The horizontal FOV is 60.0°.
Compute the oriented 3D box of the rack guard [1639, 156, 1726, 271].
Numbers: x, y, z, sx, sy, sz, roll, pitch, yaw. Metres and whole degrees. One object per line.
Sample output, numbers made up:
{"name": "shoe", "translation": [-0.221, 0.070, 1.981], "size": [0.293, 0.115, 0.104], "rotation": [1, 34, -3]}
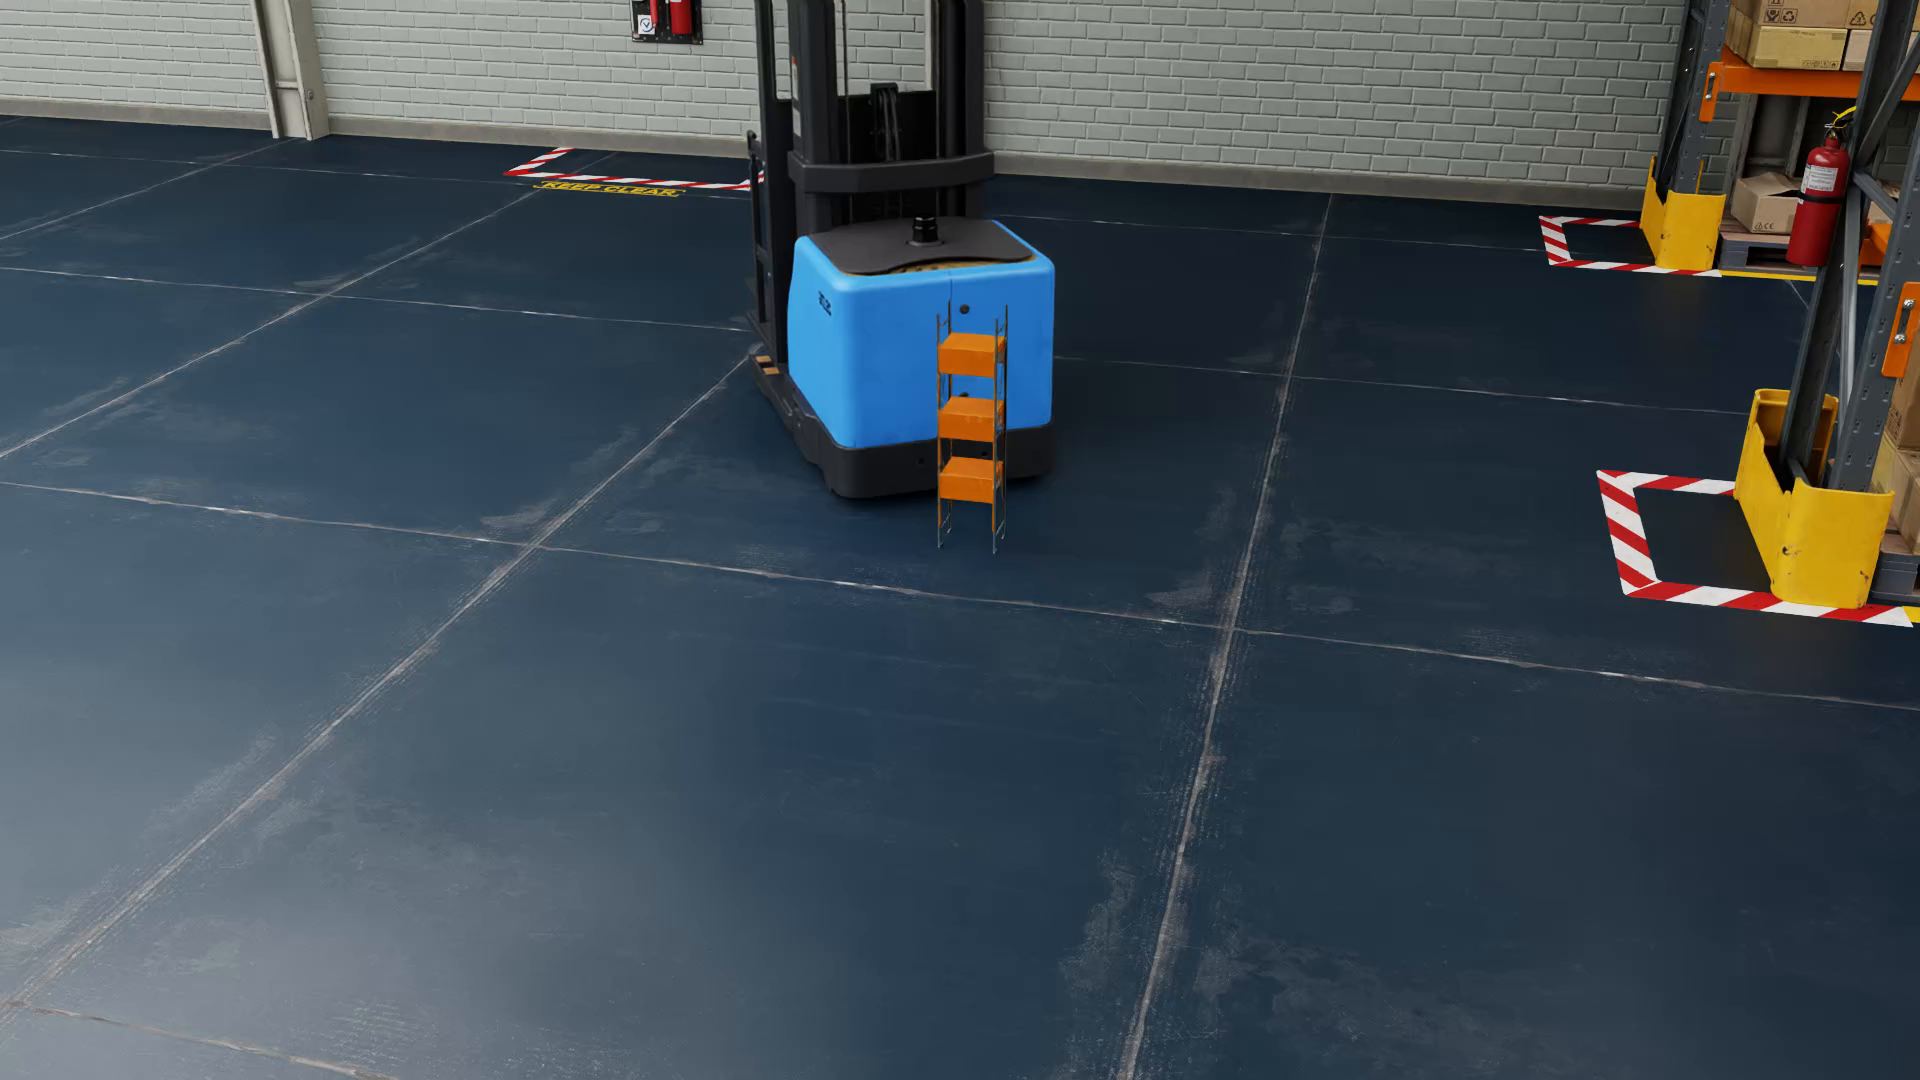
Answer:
{"name": "rack guard", "translation": [4.942, -2.254, 11.404], "size": [0.348, 0.500, 1.175], "rotation": [6, 26, 13]}

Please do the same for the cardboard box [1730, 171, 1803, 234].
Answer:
{"name": "cardboard box", "translation": [5.516, -2.264, 11.133], "size": [0.500, 0.311, 0.500], "rotation": [3, 26, 7]}

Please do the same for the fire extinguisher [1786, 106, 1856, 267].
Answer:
{"name": "fire extinguisher", "translation": [3.639, -1.500, 7.000], "size": [0.183, 0.674, 0.296], "rotation": [6, 26, 13]}

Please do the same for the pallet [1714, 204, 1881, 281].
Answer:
{"name": "pallet", "translation": [5.720, -2.022, 11.252], "size": [1.213, 0.211, 1.003], "rotation": [6, 26, 13]}

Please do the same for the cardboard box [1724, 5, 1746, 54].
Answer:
{"name": "cardboard box", "translation": [5.369, -3.363, 10.976], "size": [0.500, 0.250, 0.500], "rotation": [7, 26, 14]}

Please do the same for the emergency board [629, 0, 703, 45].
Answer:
{"name": "emergency board", "translation": [-2.433, -4.599, 13.421], "size": [0.643, 1.169, 0.194], "rotation": [6, 26, 13]}

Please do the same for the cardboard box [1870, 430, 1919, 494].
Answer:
{"name": "cardboard box", "translation": [4.231, -0.342, 7.190], "size": [0.500, 0.250, 0.500], "rotation": [6, 26, 13]}

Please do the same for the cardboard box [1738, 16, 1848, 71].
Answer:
{"name": "cardboard box", "translation": [5.261, -3.148, 10.524], "size": [0.500, 0.250, 0.500], "rotation": [6, 26, 11]}

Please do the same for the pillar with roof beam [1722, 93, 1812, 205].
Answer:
{"name": "pillar with roof beam", "translation": [4.689, -4.593, 6.429], "size": [0.400, 9.000, 9.100], "rotation": [6, 26, 13]}

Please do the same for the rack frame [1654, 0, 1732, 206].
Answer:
{"name": "rack frame", "translation": [4.868, -3.391, 10.884], "size": [0.127, 3.000, 1.000], "rotation": [6, 26, 13]}

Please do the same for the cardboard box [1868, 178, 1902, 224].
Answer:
{"name": "cardboard box", "translation": [6.068, -2.203, 11.005], "size": [0.500, 0.311, 0.500], "rotation": [9, 27, 17]}

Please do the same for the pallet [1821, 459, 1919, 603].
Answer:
{"name": "pallet", "translation": [4.389, -0.005, 7.015], "size": [1.213, 0.211, 1.003], "rotation": [6, 26, 13]}

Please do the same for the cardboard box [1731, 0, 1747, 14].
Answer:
{"name": "cardboard box", "translation": [5.377, -3.709, 10.830], "size": [0.500, 0.500, 0.500], "rotation": [6, 26, 12]}

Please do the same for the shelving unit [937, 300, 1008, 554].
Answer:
{"name": "shelving unit", "translation": [0.052, -0.468, 7.012], "size": [0.252, 1.050, 0.215], "rotation": [6, 26, 13]}

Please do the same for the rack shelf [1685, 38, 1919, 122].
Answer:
{"name": "rack shelf", "translation": [6.805, -2.852, 10.588], "size": [4.000, 0.370, 1.077], "rotation": [6, 26, 13]}

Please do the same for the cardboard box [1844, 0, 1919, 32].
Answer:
{"name": "cardboard box", "translation": [5.732, -3.438, 10.260], "size": [0.500, 0.500, 0.500], "rotation": [6, 26, 13]}

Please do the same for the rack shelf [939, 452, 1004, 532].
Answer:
{"name": "rack shelf", "translation": [0.052, -0.208, 7.136], "size": [0.240, 0.259, 0.215], "rotation": [6, 26, 13]}

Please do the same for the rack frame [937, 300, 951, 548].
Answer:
{"name": "rack frame", "translation": [-0.066, -0.481, 7.040], "size": [0.008, 1.050, 0.200], "rotation": [6, 26, 13]}

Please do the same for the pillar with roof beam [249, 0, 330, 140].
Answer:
{"name": "pillar with roof beam", "translation": [-6.933, -5.878, 9.127], "size": [0.400, 9.000, 9.100], "rotation": [6, 26, 13]}

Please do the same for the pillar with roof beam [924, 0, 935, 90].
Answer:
{"name": "pillar with roof beam", "translation": [-1.122, -5.235, 7.778], "size": [0.400, 9.000, 9.100], "rotation": [6, 26, 13]}

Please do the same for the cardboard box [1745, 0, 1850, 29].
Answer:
{"name": "cardboard box", "translation": [5.255, -3.495, 10.380], "size": [0.500, 0.500, 0.500], "rotation": [6, 26, 13]}

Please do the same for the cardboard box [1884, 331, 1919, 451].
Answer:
{"name": "cardboard box", "translation": [4.231, -0.682, 7.030], "size": [0.500, 0.500, 0.500], "rotation": [6, 26, 13]}

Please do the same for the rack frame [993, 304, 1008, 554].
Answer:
{"name": "rack frame", "translation": [0.170, -0.455, 6.985], "size": [0.008, 1.050, 0.200], "rotation": [6, 26, 13]}

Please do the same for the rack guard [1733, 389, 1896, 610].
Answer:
{"name": "rack guard", "translation": [3.615, -0.202, 7.094], "size": [0.348, 0.500, 1.175], "rotation": [6, 26, 13]}

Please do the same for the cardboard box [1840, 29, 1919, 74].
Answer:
{"name": "cardboard box", "translation": [5.768, -3.098, 10.420], "size": [0.500, 0.250, 0.500], "rotation": [5, 26, 11]}

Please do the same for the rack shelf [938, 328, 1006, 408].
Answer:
{"name": "rack shelf", "translation": [0.052, -0.715, 6.895], "size": [0.240, 0.259, 0.215], "rotation": [6, 26, 13]}

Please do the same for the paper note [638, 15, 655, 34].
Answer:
{"name": "paper note", "translation": [-2.588, -4.249, 13.710], "size": [0.142, 0.148, 0.016], "rotation": [6, 26, 13]}

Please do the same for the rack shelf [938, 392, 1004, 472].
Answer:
{"name": "rack shelf", "translation": [0.052, -0.459, 7.017], "size": [0.240, 0.259, 0.215], "rotation": [6, 26, 13]}

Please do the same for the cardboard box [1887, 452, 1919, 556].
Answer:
{"name": "cardboard box", "translation": [4.102, -0.127, 6.737], "size": [0.500, 0.250, 0.500], "rotation": [6, 26, 13]}

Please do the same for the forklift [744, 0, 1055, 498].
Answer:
{"name": "forklift", "translation": [-0.503, -2.121, 8.296], "size": [1.130, 2.935, 3.031], "rotation": [-8, 27, -16]}

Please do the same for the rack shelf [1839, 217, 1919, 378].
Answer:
{"name": "rack shelf", "translation": [5.575, -0.790, 6.256], "size": [4.000, 0.370, 1.077], "rotation": [6, 26, 13]}

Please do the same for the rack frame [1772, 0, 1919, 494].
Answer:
{"name": "rack frame", "translation": [3.638, -1.329, 6.551], "size": [0.127, 3.000, 1.000], "rotation": [6, 26, 13]}
